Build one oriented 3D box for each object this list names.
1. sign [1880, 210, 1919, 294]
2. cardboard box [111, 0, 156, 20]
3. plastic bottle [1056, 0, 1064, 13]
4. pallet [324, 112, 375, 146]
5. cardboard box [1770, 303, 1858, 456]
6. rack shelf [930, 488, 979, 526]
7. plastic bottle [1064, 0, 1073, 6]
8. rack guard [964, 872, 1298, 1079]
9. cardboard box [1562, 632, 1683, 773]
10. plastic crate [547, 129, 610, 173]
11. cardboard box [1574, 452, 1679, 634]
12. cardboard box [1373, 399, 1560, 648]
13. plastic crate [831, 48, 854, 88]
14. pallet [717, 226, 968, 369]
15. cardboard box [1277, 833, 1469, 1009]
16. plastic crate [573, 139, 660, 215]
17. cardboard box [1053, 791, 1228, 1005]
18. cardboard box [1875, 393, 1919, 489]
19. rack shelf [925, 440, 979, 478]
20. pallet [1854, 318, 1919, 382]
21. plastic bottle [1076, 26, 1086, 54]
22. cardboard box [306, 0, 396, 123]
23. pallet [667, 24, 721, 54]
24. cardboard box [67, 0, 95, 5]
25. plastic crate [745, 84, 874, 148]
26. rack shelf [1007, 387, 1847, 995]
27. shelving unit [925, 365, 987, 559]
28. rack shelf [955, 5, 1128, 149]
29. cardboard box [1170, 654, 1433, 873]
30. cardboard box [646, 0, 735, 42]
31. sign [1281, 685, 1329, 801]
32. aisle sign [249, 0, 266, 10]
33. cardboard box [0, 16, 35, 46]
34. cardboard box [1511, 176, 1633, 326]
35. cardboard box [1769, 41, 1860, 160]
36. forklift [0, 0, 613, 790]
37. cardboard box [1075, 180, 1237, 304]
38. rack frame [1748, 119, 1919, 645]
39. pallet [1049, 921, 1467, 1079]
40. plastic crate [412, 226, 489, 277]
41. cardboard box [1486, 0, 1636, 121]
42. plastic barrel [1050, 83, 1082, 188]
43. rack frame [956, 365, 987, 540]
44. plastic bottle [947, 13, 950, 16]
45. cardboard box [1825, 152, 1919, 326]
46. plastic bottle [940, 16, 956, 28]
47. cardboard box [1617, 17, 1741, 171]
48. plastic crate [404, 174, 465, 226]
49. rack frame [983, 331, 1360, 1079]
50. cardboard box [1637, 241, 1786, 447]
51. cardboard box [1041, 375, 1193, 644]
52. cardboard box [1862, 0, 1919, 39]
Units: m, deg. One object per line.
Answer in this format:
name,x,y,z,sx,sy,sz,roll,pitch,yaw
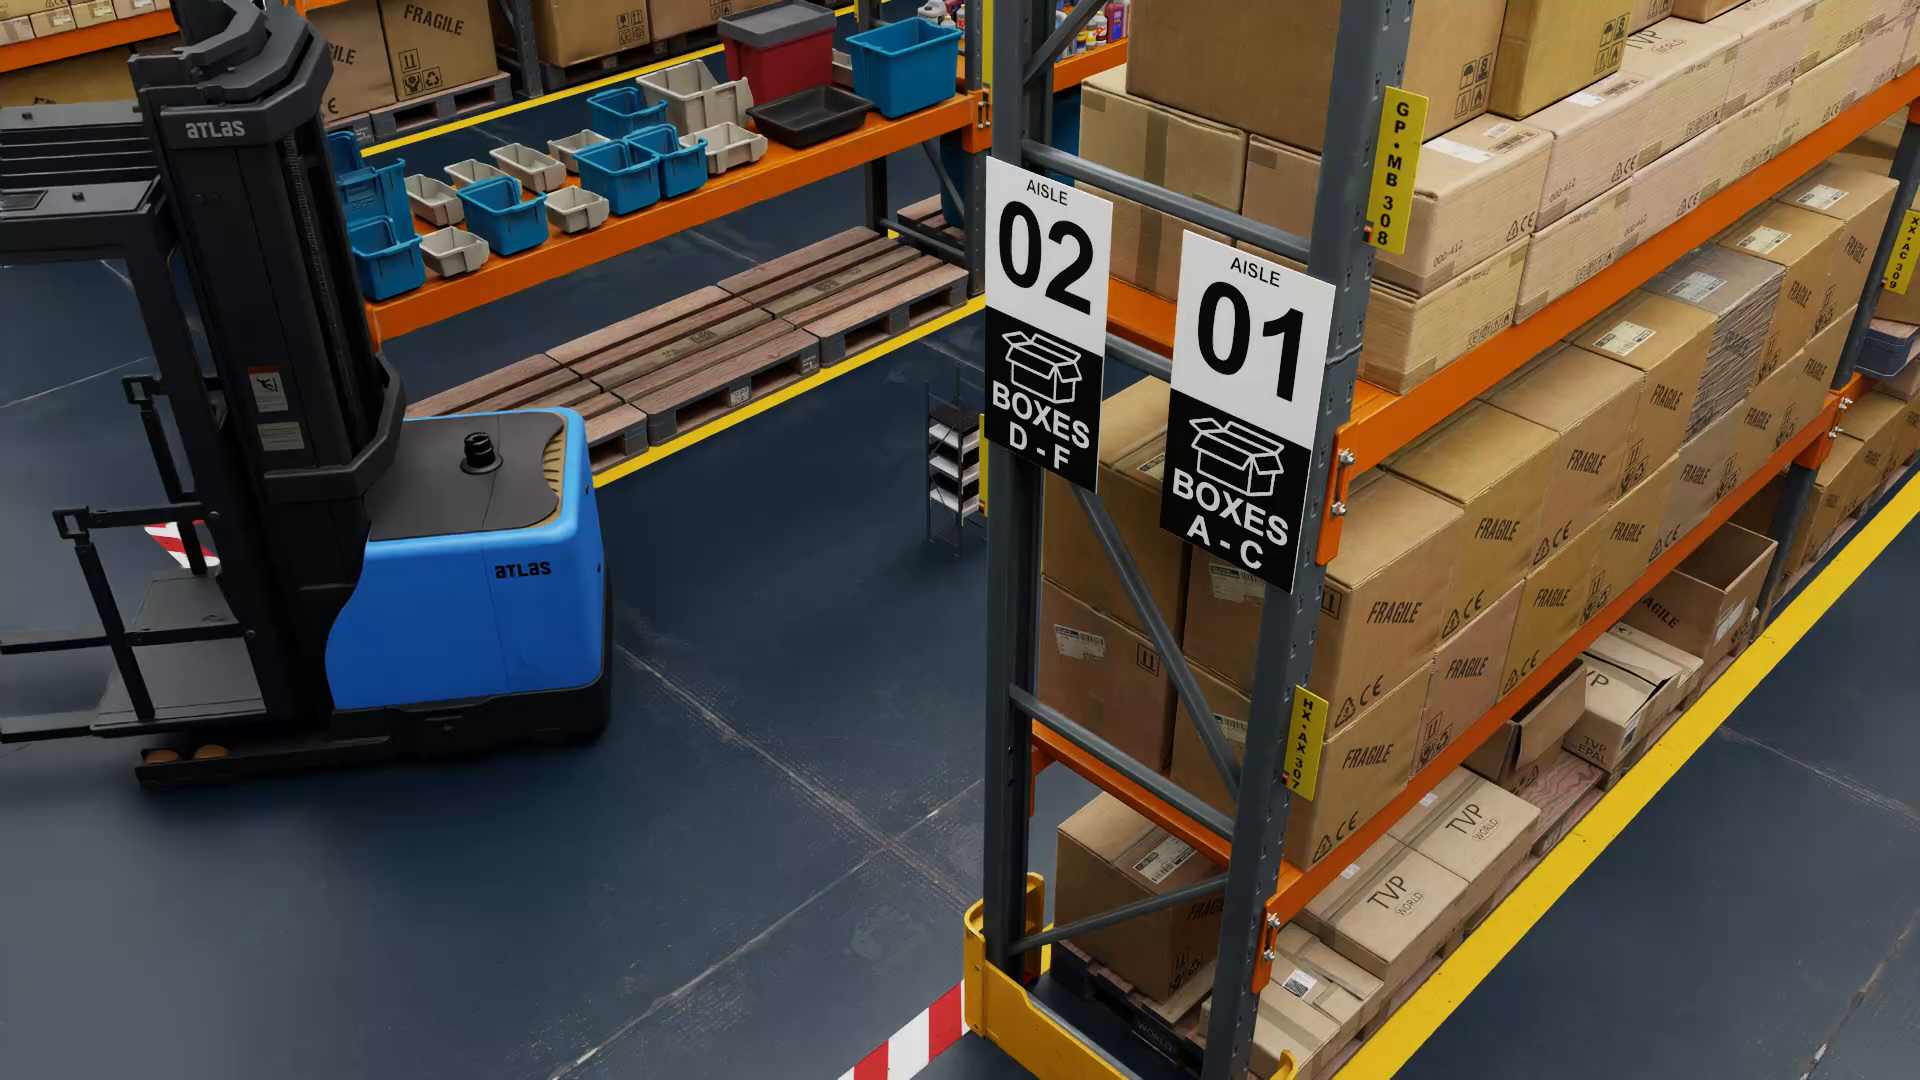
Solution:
sign,3.679,-1.120,6.476,0.100,0.325,0.005,30,45,35
cardboard box,-5.530,-3.574,10.972,0.380,0.149,0.250,29,44,35
plastic bottle,0.633,-3.580,10.874,0.097,0.271,0.097,0,35,0
pallet,-5.190,-3.056,12.447,1.003,0.211,1.213,30,45,35
cardboard box,3.118,-0.715,6.565,0.500,0.500,0.500,-29,44,-35
rack shelf,-0.006,-0.191,8.110,0.258,0.077,0.200,30,45,35
plastic bottle,0.695,-3.719,11.069,0.152,0.276,0.135,30,45,35
rack guard,0.524,1.638,5.464,1.175,0.500,0.348,30,45,35
cardboard box,2.560,0.592,6.744,0.500,0.311,0.500,30,45,35
plastic crate,-2.008,-2.037,8.727,0.298,0.136,0.250,30,45,35
cardboard box,2.039,-0.088,5.666,0.500,0.500,0.500,-29,44,-35
cardboard box,1.333,-0.097,4.805,0.500,0.500,0.500,-29,44,-35
plastic crate,-0.653,-2.763,9.768,0.396,0.136,0.243,30,45,35
pallet,-0.715,-1.520,10.245,1.003,0.211,1.213,30,45,35
cardboard box,1.407,1.282,5.809,0.500,0.250,0.500,30,45,35
plastic crate,-1.707,-1.812,8.320,0.416,0.233,0.300,30,45,35
cardboard box,0.678,1.169,5.753,0.500,0.500,0.500,30,45,35
cardboard box,4.527,-0.654,8.366,0.500,0.500,0.500,-29,44,-35
rack shelf,-0.006,-0.412,7.955,0.258,0.077,0.200,30,45,35
pallet,3.929,-1.182,7.490,1.003,0.211,1.213,30,45,35
plastic bottle,0.731,-3.144,10.249,0.097,0.271,0.097,0,35,0
cardboard box,-4.895,-3.674,12.386,0.875,0.875,0.875,30,45,35
pallet,-2.389,-4.672,14.764,1.003,0.211,1.213,30,45,35
cardboard box,-5.666,-3.711,10.819,0.500,0.250,0.500,29,44,35
plastic crate,-0.822,-2.327,9.153,0.437,0.125,0.590,30,45,35
rack shelf,1.879,0.127,6.075,1.077,0.370,4.000,30,45,35
shelving unit,-0.006,-0.366,7.988,0.258,0.900,0.210,30,45,35
rack shelf,1.185,-3.495,11.268,1.077,0.370,4.000,30,45,35
cardboard box,0.970,0.529,4.782,0.500,0.500,0.500,-29,44,-35
cardboard box,-2.673,-4.906,14.153,1.225,0.875,0.875,28,44,34
sign,0.855,0.507,4.144,0.100,0.325,0.005,30,45,35
aisle sign,-2.882,-2.272,6.612,0.394,0.787,0.004,30,45,35
cardboard box,-6.073,-3.258,10.520,0.250,0.149,0.380,-29,44,-35
cardboard box,1.374,-0.829,4.325,0.500,0.250,0.500,30,45,35
cardboard box,2.429,-1.439,5.200,0.500,0.250,0.500,30,45,35
forklift,-3.048,-0.507,6.415,3.031,2.935,1.130,-5,35,-7
cardboard box,0.645,-0.840,4.341,0.500,0.250,0.500,30,45,35
rack frame,3.288,-0.980,7.033,1.000,3.000,0.127,30,45,35
pallet,1.085,1.433,6.011,1.003,0.211,1.213,30,45,35
plastic crate,-2.350,-1.335,7.720,0.250,0.136,0.298,30,45,35
cardboard box,1.233,-1.422,4.083,0.700,0.500,0.500,30,45,35
plastic barrel,0.670,-2.791,11.097,0.600,0.901,0.708,30,45,35
rack frame,0.066,-0.407,8.047,0.240,0.900,0.006,30,45,35
plastic bottle,-0.114,-3.245,10.454,0.097,0.201,0.097,0,35,0
cardboard box,3.781,-1.295,7.031,0.700,0.500,0.500,15,38,21
plastic bottle,-0.074,-3.144,10.310,0.097,0.201,0.097,0,35,0
cardboard box,1.722,-1.240,4.477,0.500,0.250,0.500,30,45,35
plastic crate,-2.596,-1.675,8.207,0.396,0.136,0.243,30,45,35
rack frame,0.470,0.644,4.705,1.000,3.000,0.127,30,45,35
cardboard box,2.402,-0.708,5.682,0.500,0.500,0.500,-30,44,-35
cardboard box,0.589,-0.099,4.808,0.500,0.500,0.500,29,44,35
cardboard box,2.784,-1.846,5.346,0.500,0.250,0.500,30,45,35
